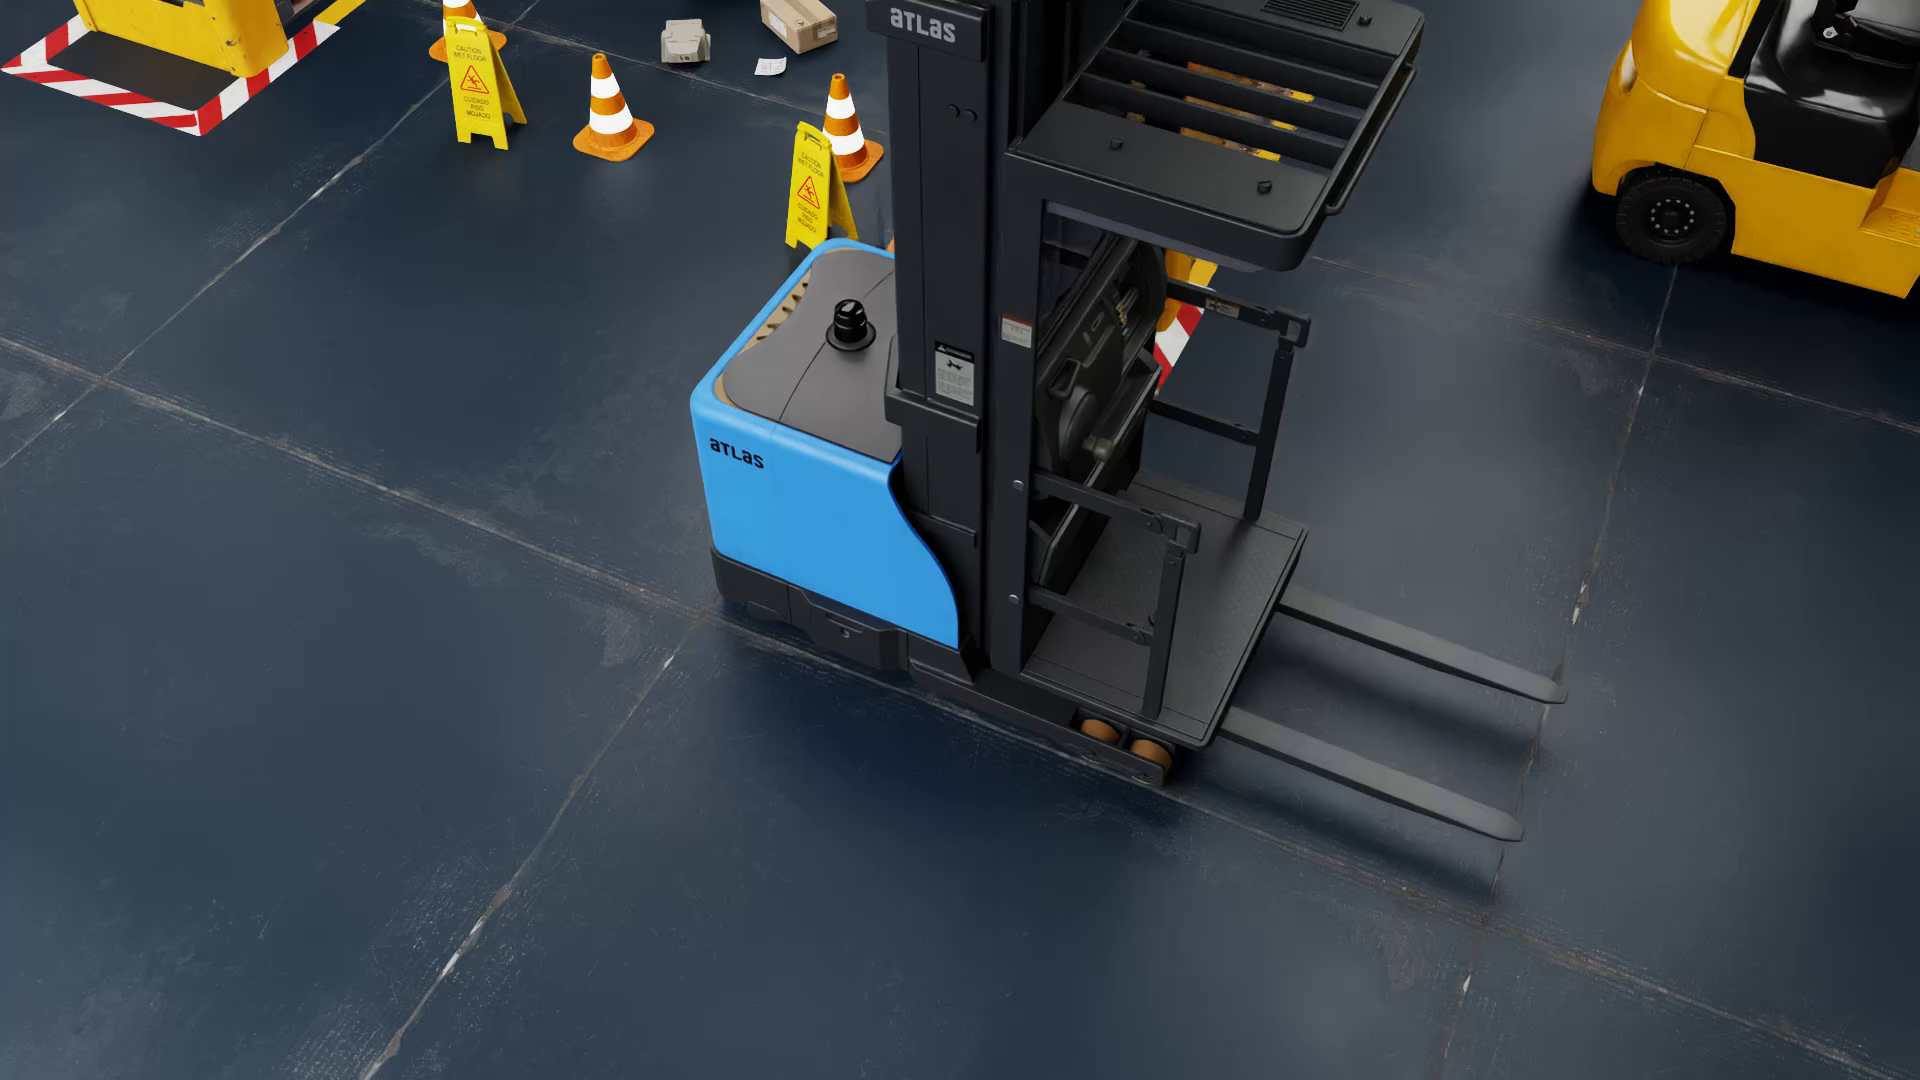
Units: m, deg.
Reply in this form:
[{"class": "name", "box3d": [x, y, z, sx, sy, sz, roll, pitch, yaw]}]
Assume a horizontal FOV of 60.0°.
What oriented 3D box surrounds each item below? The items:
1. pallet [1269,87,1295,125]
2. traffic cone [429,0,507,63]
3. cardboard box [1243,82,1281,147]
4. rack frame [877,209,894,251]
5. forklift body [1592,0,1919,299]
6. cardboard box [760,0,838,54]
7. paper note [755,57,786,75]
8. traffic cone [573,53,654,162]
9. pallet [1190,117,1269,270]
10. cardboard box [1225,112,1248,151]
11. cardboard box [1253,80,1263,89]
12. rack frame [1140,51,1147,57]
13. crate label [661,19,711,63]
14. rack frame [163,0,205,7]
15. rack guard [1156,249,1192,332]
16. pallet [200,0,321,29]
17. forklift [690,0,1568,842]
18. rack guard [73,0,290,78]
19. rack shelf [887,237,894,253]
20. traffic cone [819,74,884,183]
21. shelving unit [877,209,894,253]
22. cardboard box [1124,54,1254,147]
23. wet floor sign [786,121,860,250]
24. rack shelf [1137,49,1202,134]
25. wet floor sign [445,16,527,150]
[{"class": "pallet", "box3d": [1.347, -2.663, 8.692, 1.003, 0.211, 1.213, 20, 52, 16]}, {"class": "traffic cone", "box3d": [-2.595, -2.751, 8.603, 0.336, 0.463, 0.334, 20, 52, 16]}, {"class": "cardboard box", "box3d": [1.232, -2.188, 7.987, 0.500, 0.250, 0.500, 22, 53, 17]}, {"class": "rack frame", "box3d": [-0.188, -0.776, 6.437, 0.240, 1.200, 0.006, 16, 51, 13]}, {"class": "forklift body", "box3d": [4.063, -2.141, 6.974, 2.313, 2.155, 1.214, 20, 52, 16]}, {"class": "cardboard box", "box3d": [-0.854, -2.764, 8.820, 0.250, 0.149, 0.380, -28, 55, -22]}, {"class": "paper note", "box3d": [-0.983, -2.465, 8.643, 0.148, 0.019, 0.142, 4, 50, 3]}, {"class": "traffic cone", "box3d": [-1.719, -2.150, 8.090, 0.336, 0.463, 0.334, 20, 52, 16]}, {"class": "pallet", "box3d": [0.824, -1.826, 7.980, 1.003, 0.211, 1.213, 20, 52, 16]}, {"class": "cardboard box", "box3d": [1.007, -1.839, 7.690, 0.500, 0.250, 0.500, 19, 52, 16]}, {"class": "cardboard box", "box3d": [1.236, -2.460, 7.726, 0.500, 0.500, 0.500, 18, 52, 15]}, {"class": "rack frame", "box3d": [0.413, -2.129, 6.407, 1.000, 3.000, 0.127, 20, 52, 16]}, {"class": "crate label", "box3d": [-1.439, -2.606, 8.692, 0.250, 0.136, 0.298, -4, 50, -3]}, {"class": "rack frame", "box3d": [-4.106, -3.670, 7.718, 1.000, 3.000, 0.127, 20, 52, 16]}, {"class": "rack guard", "box3d": [0.445, -1.371, 7.404, 1.175, 0.500, 0.348, 20, 52, 16]}, {"class": "pallet", "box3d": [-3.835, -3.342, 9.271, 1.003, 0.211, 1.213, 20, 52, 16]}, {"class": "forklift", "box3d": [0.625, -0.560, 5.117, 3.031, 2.935, 1.130, 21, 53, 17]}, {"class": "rack guard", "box3d": [-4.116, -2.843, 8.656, 1.175, 0.500, 0.348, 20, 52, 16]}, {"class": "rack shelf", "box3d": [-0.156, -1.046, 6.253, 0.258, 0.103, 0.180, 16, 51, 13]}, {"class": "traffic cone", "box3d": [-0.570, -2.023, 7.982, 0.336, 0.463, 0.334, 20, 52, 16]}, {"class": "shelving unit", "box3d": [-0.156, -0.841, 6.493, 0.258, 1.200, 0.189, 16, 51, 13]}, {"class": "cardboard box", "box3d": [1.017, -2.099, 7.419, 0.500, 0.500, 0.500, 18, 52, 15]}, {"class": "wet floor sign", "box3d": [-0.636, -1.583, 7.489, 0.232, 0.644, 0.267, -37, 59, -27]}, {"class": "rack shelf", "box3d": [1.267, -3.273, 7.853, 1.077, 0.370, 4.000, 20, 52, 16]}, {"class": "wet floor sign", "box3d": [-2.328, -2.243, 8.050, 0.267, 0.644, 0.232, 12, 51, 10]}]
